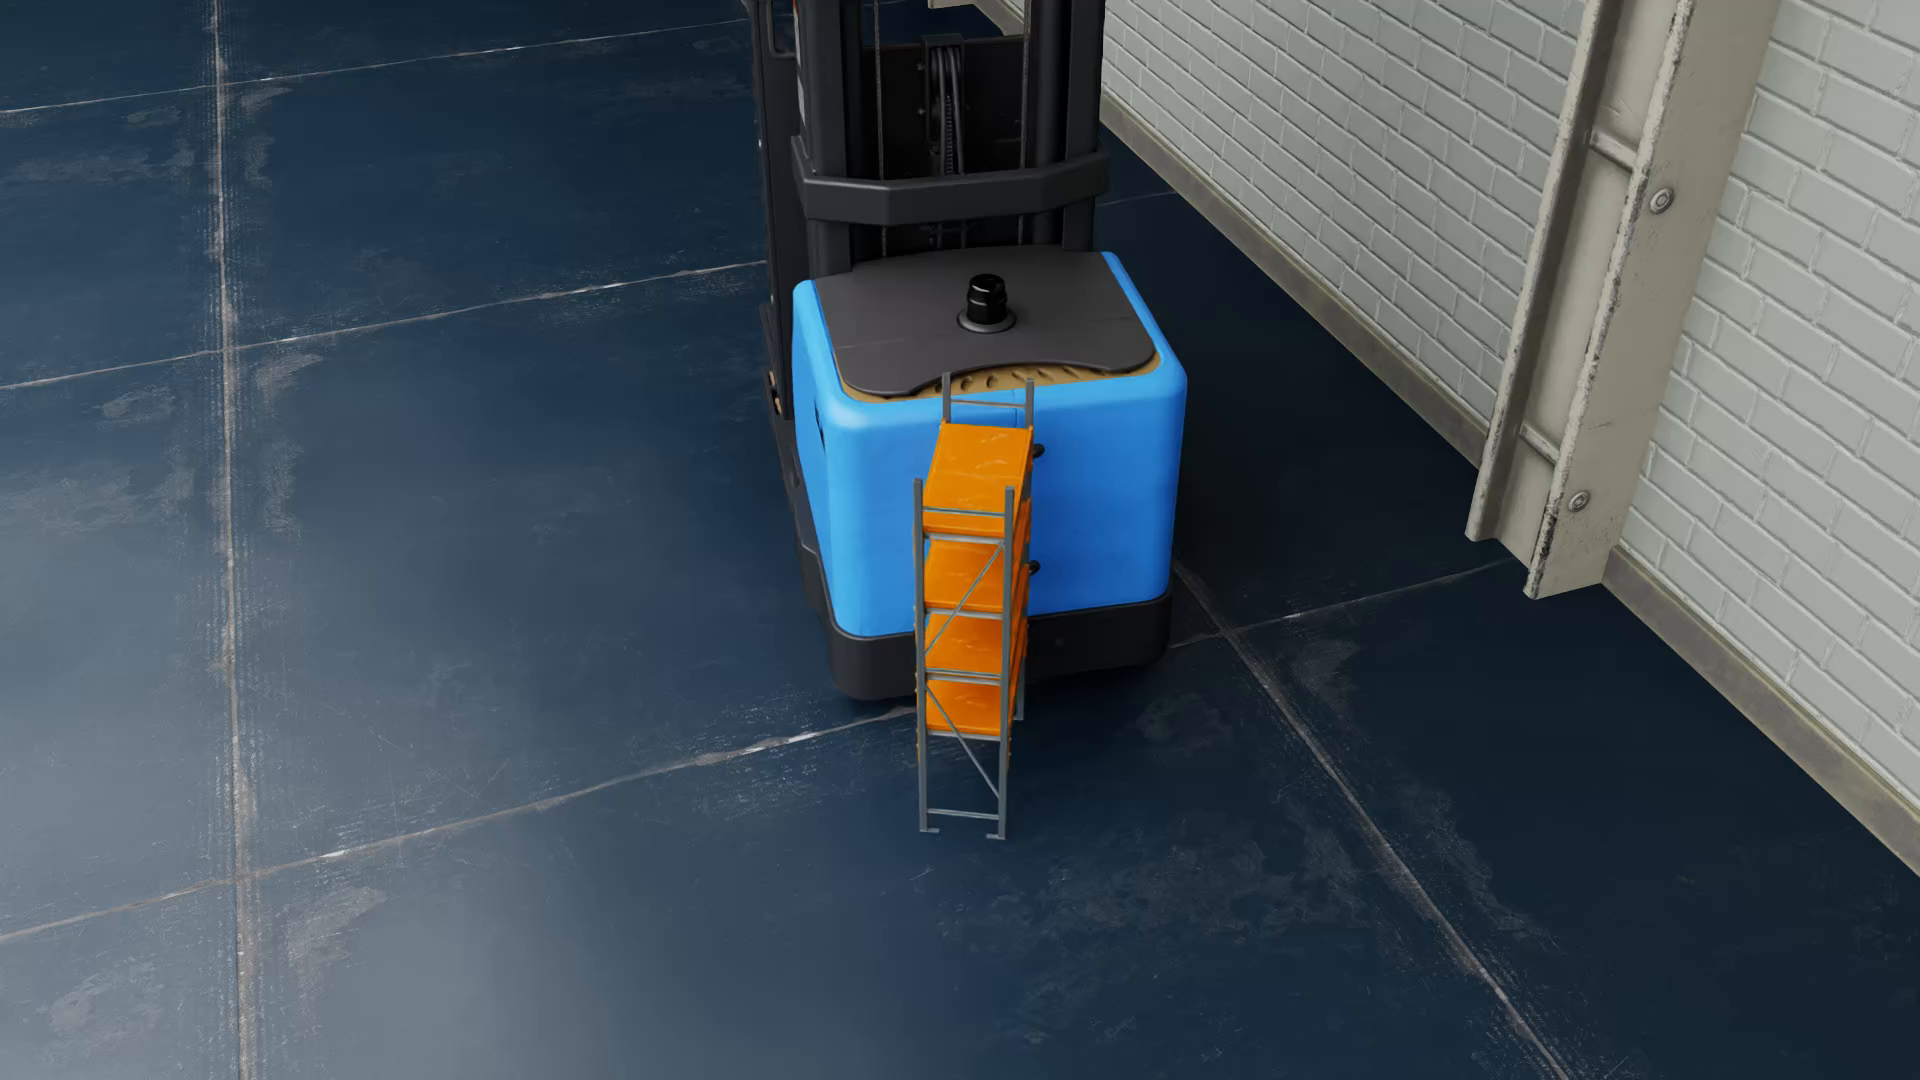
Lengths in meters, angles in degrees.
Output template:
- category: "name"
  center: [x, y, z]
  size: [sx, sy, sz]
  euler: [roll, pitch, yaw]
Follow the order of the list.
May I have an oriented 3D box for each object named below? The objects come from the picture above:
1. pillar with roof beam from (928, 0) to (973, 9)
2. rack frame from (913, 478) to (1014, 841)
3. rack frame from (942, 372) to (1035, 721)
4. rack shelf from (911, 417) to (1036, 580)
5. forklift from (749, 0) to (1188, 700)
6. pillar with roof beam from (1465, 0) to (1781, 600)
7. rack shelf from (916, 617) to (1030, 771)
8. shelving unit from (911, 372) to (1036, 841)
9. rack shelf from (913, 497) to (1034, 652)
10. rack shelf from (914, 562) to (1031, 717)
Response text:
- category: "pillar with roof beam"
  center: [-4.143, -6.038, 6.287]
  size: [9.100, 9.000, 0.400]
  euler: [-12, 39, -16]
- category: "rack frame"
  center: [0.008, 0.346, 4.294]
  size: [0.240, 1.200, 0.015]
  euler: [5, 37, 6]
- category: "rack frame"
  center: [0.074, 0.055, 4.680]
  size: [0.240, 1.200, 0.015]
  euler: [5, 37, 6]
- category: "rack shelf"
  center: [0.041, -0.114, 4.251]
  size: [0.258, 0.148, 0.480]
  euler: [5, 37, 6]
- category: "forklift"
  center: [-0.145, -1.575, 5.405]
  size: [1.130, 2.935, 3.031]
  euler: [-7, 38, -9]
- category: "pillar with roof beam"
  center: [-2.078, -2.649, 1.787]
  size: [9.100, 9.000, 0.400]
  euler: [-12, 39, -16]
- category: "rack shelf"
  center: [0.041, 0.412, 4.647]
  size: [0.258, 0.148, 0.480]
  euler: [5, 37, 6]
- category: "shelving unit"
  center: [0.041, 0.200, 4.487]
  size: [0.258, 1.200, 0.503]
  euler: [5, 37, 6]
- category: "rack shelf"
  center: [0.041, 0.075, 4.393]
  size: [0.258, 0.148, 0.480]
  euler: [5, 37, 6]
- category: "rack shelf"
  center: [0.041, 0.254, 4.528]
  size: [0.258, 0.148, 0.480]
  euler: [5, 37, 6]
